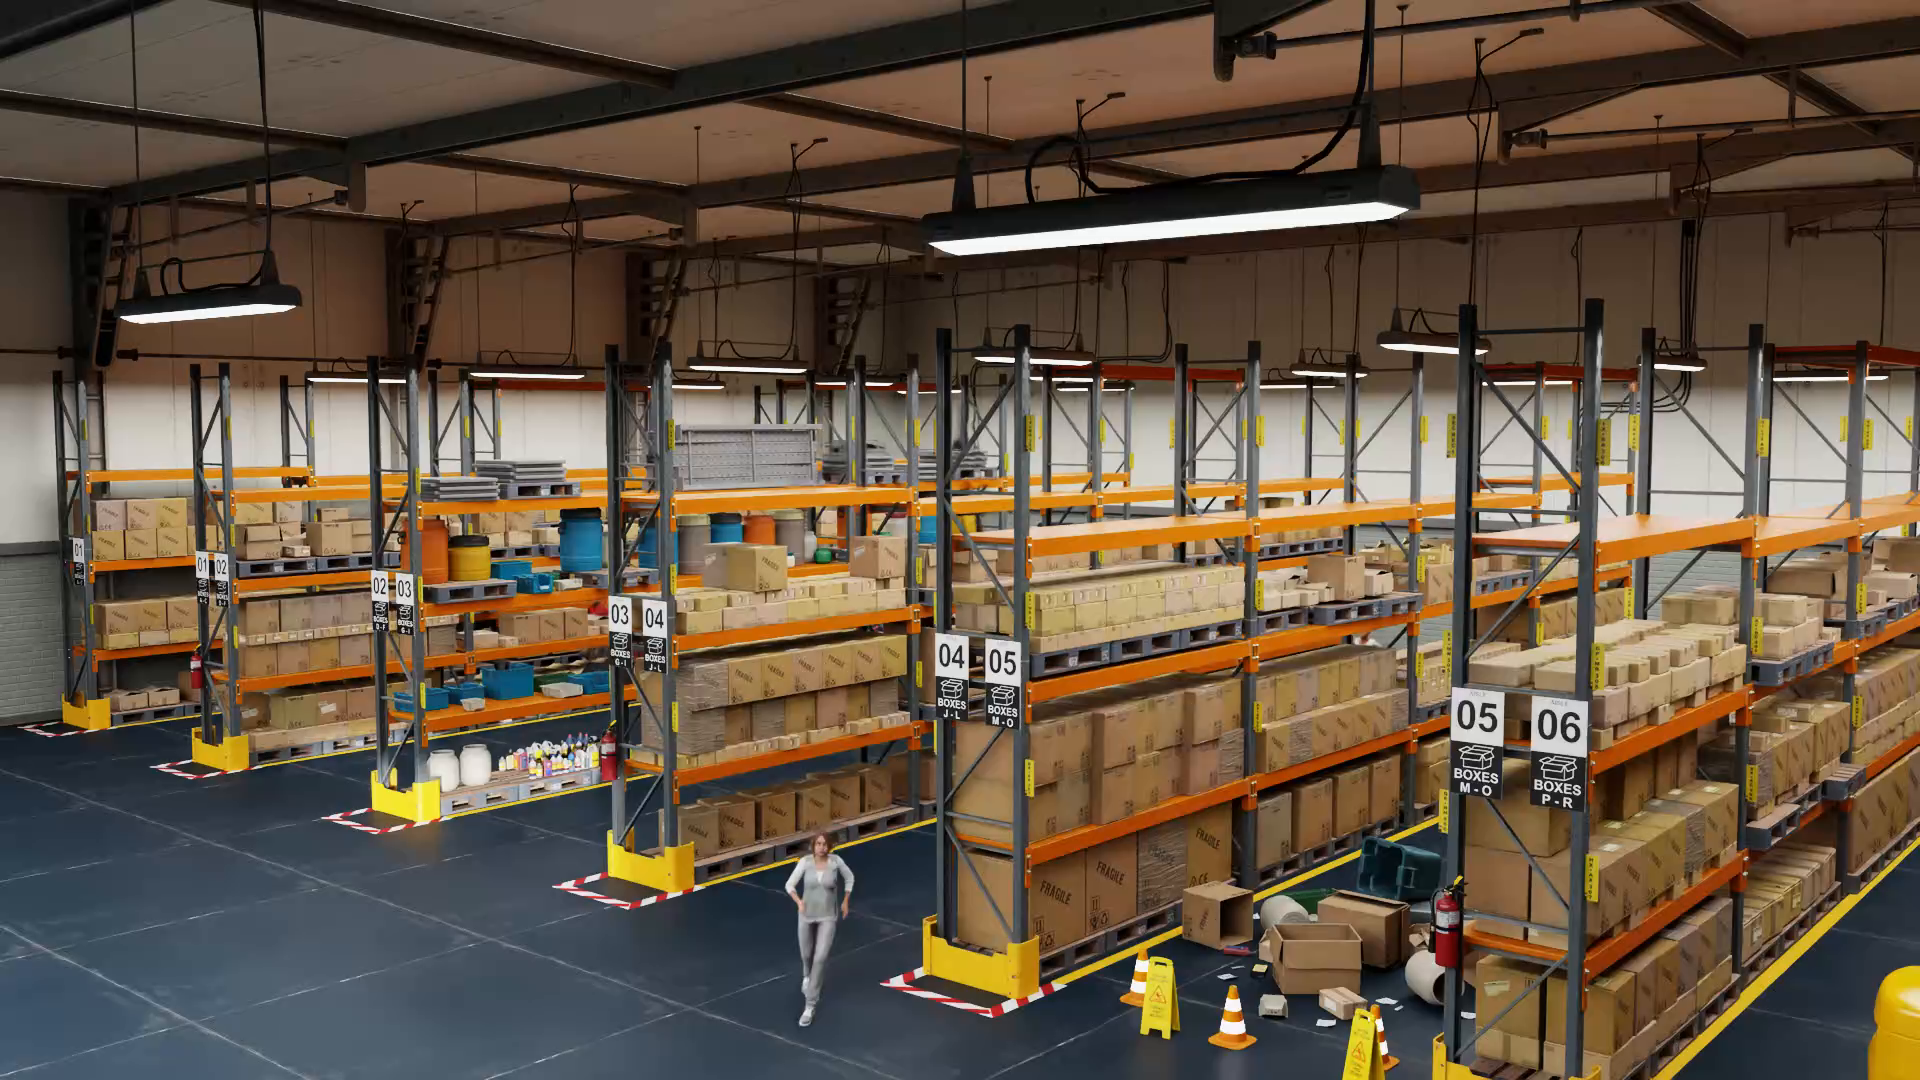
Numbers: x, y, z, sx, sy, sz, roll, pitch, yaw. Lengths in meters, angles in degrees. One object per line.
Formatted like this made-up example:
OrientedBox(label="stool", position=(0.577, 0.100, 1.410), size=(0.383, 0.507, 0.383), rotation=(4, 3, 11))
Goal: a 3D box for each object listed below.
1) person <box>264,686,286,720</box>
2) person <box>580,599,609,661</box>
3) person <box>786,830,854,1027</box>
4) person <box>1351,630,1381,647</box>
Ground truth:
OrientedBox(label="person", position=(-11.170, 2.298, 27.208), size=(0.709, 1.749, 1.013), rotation=(3, 5, 37))
OrientedBox(label="person", position=(-7.312, 1.907, 33.297), size=(0.647, 1.698, 0.659), rotation=(2, 5, 30))
OrientedBox(label="person", position=(-1.230, 3.315, 14.489), size=(0.582, 1.593, 0.854), rotation=(0, 4, 4))
OrientedBox(label="person", position=(6.802, 2.254, 27.898), size=(0.661, 1.769, 0.906), rotation=(3, 5, 36))
